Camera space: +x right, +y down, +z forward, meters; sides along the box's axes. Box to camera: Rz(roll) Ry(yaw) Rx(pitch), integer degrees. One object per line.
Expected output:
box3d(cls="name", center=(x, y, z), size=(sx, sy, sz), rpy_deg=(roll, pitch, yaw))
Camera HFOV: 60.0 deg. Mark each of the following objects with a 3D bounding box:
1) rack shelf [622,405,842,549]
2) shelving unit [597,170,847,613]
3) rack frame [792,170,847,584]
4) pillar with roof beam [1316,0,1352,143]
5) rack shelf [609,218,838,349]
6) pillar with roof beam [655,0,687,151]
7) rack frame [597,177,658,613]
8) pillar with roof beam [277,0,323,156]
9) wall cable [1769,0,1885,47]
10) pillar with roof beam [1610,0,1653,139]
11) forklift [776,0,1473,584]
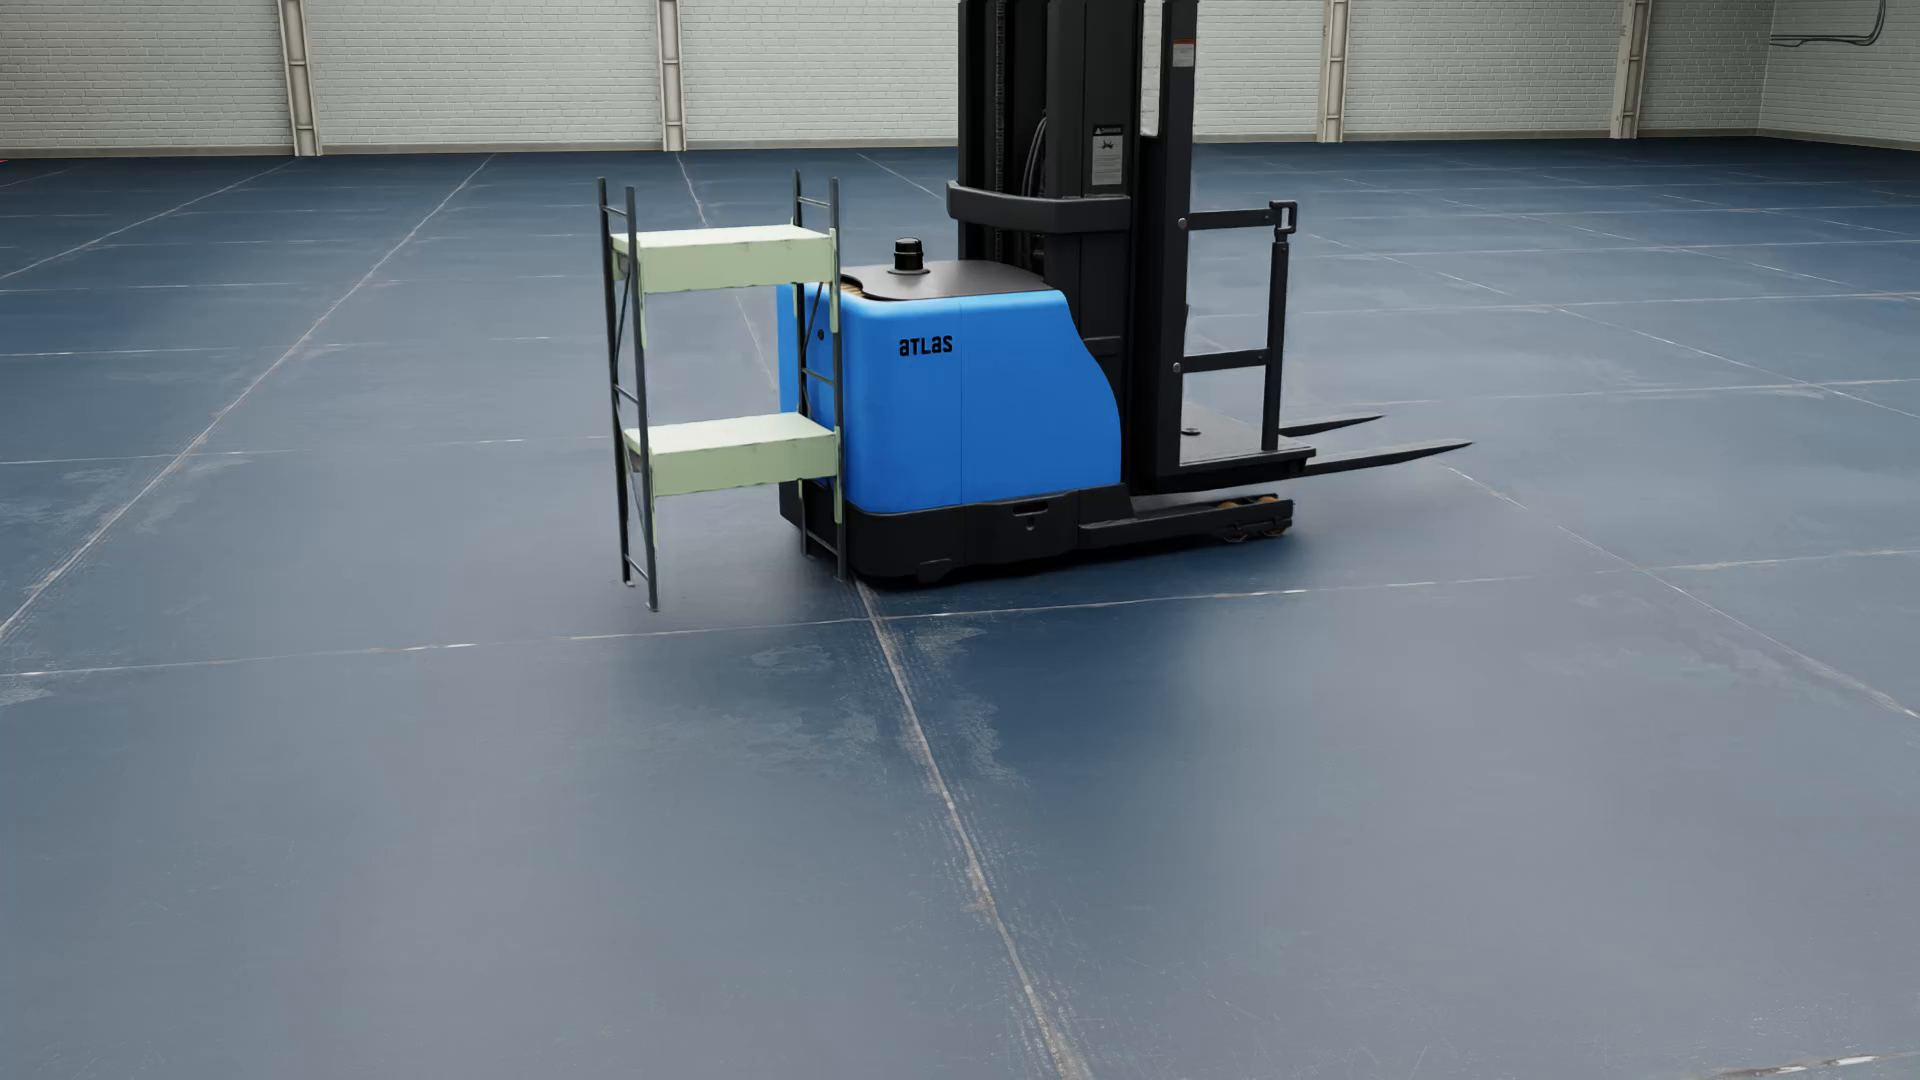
box3d(cls="rack shelf", center=(-0.853, -0.246, 6.168), size=(0.720, 0.370, 0.431), rpy_deg=(-8, 19, -25))
box3d(cls="shelving unit", center=(-0.853, -0.557, 6.072), size=(0.755, 1.500, 0.431), rpy_deg=(-8, 19, -25))
box3d(cls="rack frame", center=(-0.525, -0.605, 6.227), size=(0.023, 1.500, 0.400), rpy_deg=(-8, 19, -25))
box3d(cls="pillar with roof beam", center=(7.674, -10.458, 25.536), size=(0.400, 9.000, 9.100), rpy_deg=(-3, 17, -10))
box3d(cls="rack shelf", center=(-0.853, -0.930, 5.958), size=(0.720, 0.370, 0.431), rpy_deg=(-8, 19, -25))
box3d(cls="pillar with roof beam", center=(-4.108, -9.790, 23.360), size=(0.400, 9.000, 9.100), rpy_deg=(-3, 17, -10))
box3d(cls="rack frame", center=(-1.182, -0.510, 5.917), size=(0.023, 1.500, 0.400), rpy_deg=(-8, 19, -25))
box3d(cls="pillar with roof beam", center=(-9.999, -9.456, 22.272), size=(0.400, 9.000, 9.100), rpy_deg=(-3, 17, -10))
box3d(cls="wall cable", center=(15.892, -10.332, 30.413), size=(0.112, 2.526, 3.097), rpy_deg=(-3, 17, -10))
box3d(cls="pillar with roof beam", center=(13.565, -10.793, 26.624), size=(0.400, 9.000, 9.100), rpy_deg=(-3, 17, -10))
box3d(cls="forklift", center=(0.804, -1.518, 6.761), size=(3.031, 2.935, 1.130), rpy_deg=(-8, 19, -25))
